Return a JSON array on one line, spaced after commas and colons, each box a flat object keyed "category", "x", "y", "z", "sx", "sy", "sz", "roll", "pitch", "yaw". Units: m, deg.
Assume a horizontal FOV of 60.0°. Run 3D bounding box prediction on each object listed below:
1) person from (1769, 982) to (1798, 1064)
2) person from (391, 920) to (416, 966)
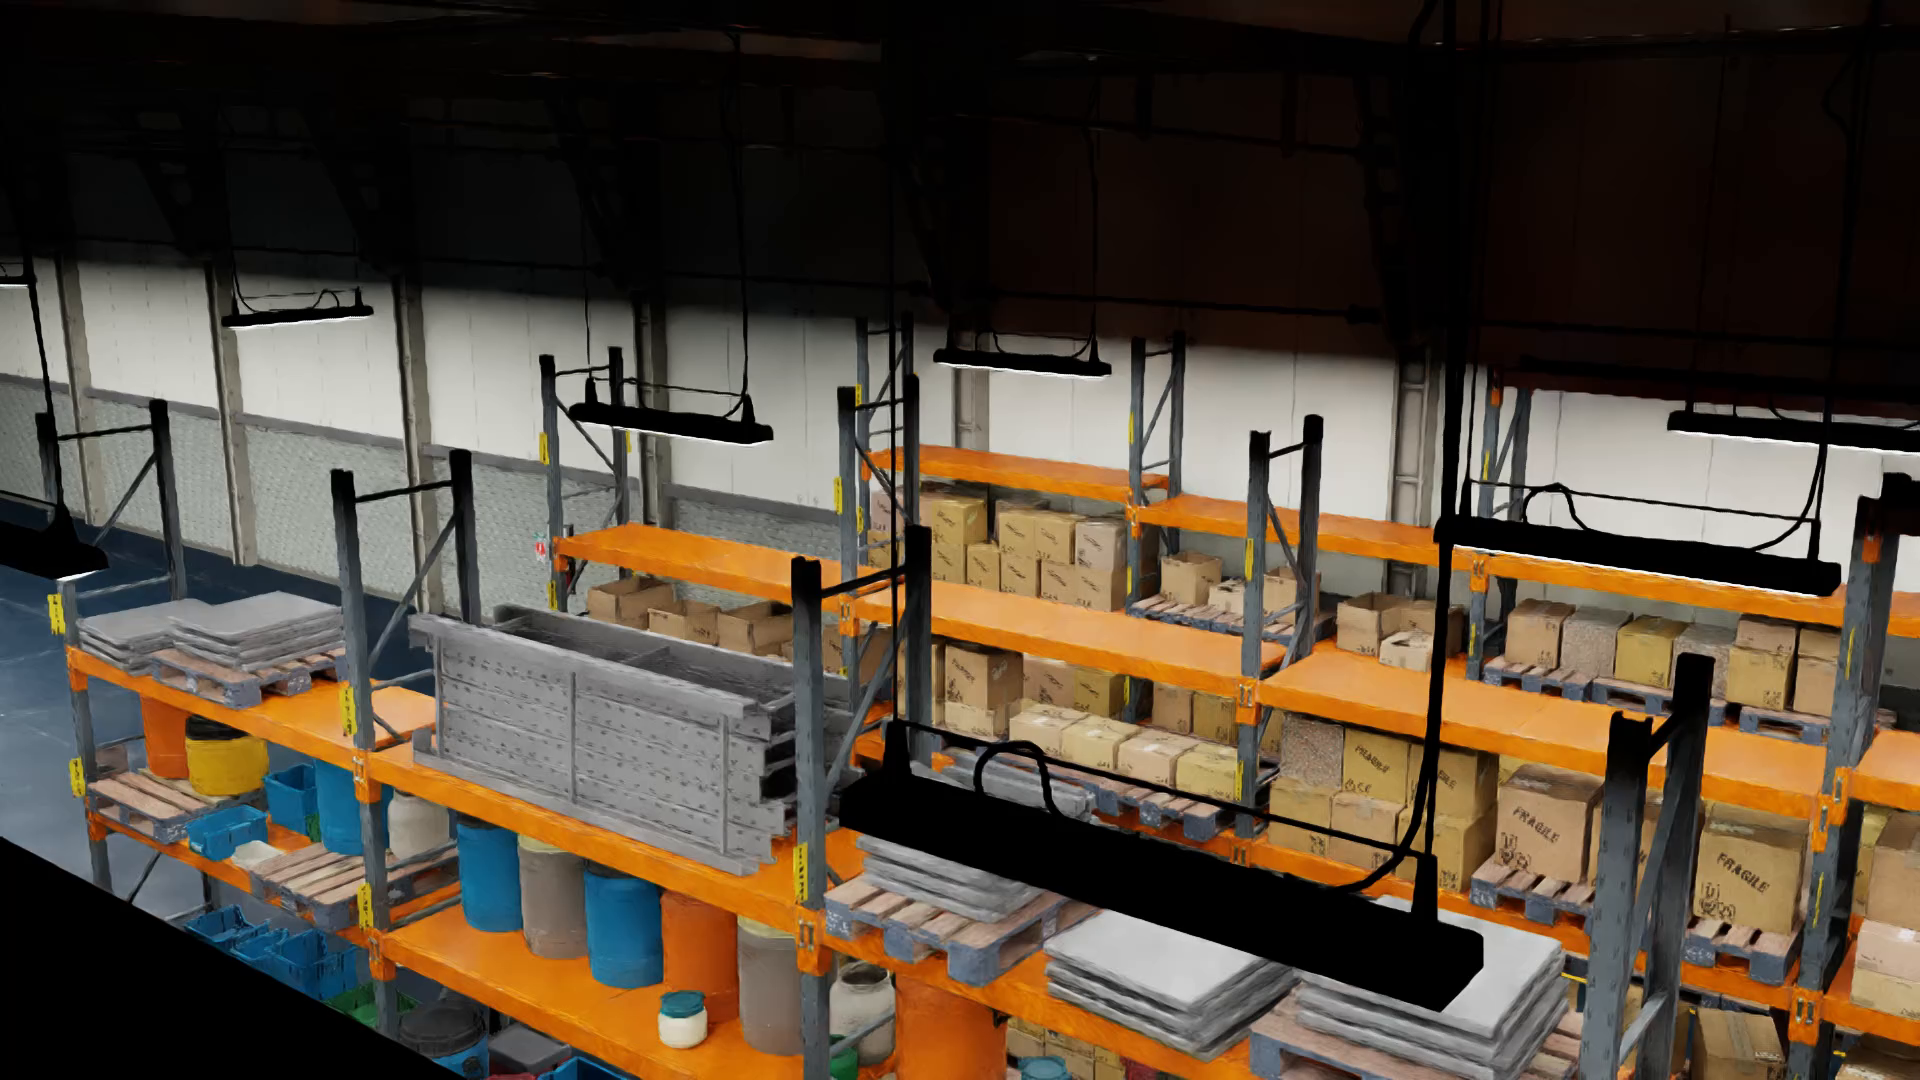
[{"category": "person", "x": 6.757, "y": 4.128, "z": 13.630, "sx": 1.193, "sy": 1.698, "sz": 0.598, "roll": 10, "pitch": 17, "yaw": 38}, {"category": "person", "x": -5.740, "y": 3.462, "z": 16.798, "sx": 0.506, "sy": 1.618, "sz": 0.598, "roll": 9, "pitch": 16, "yaw": 34}]
